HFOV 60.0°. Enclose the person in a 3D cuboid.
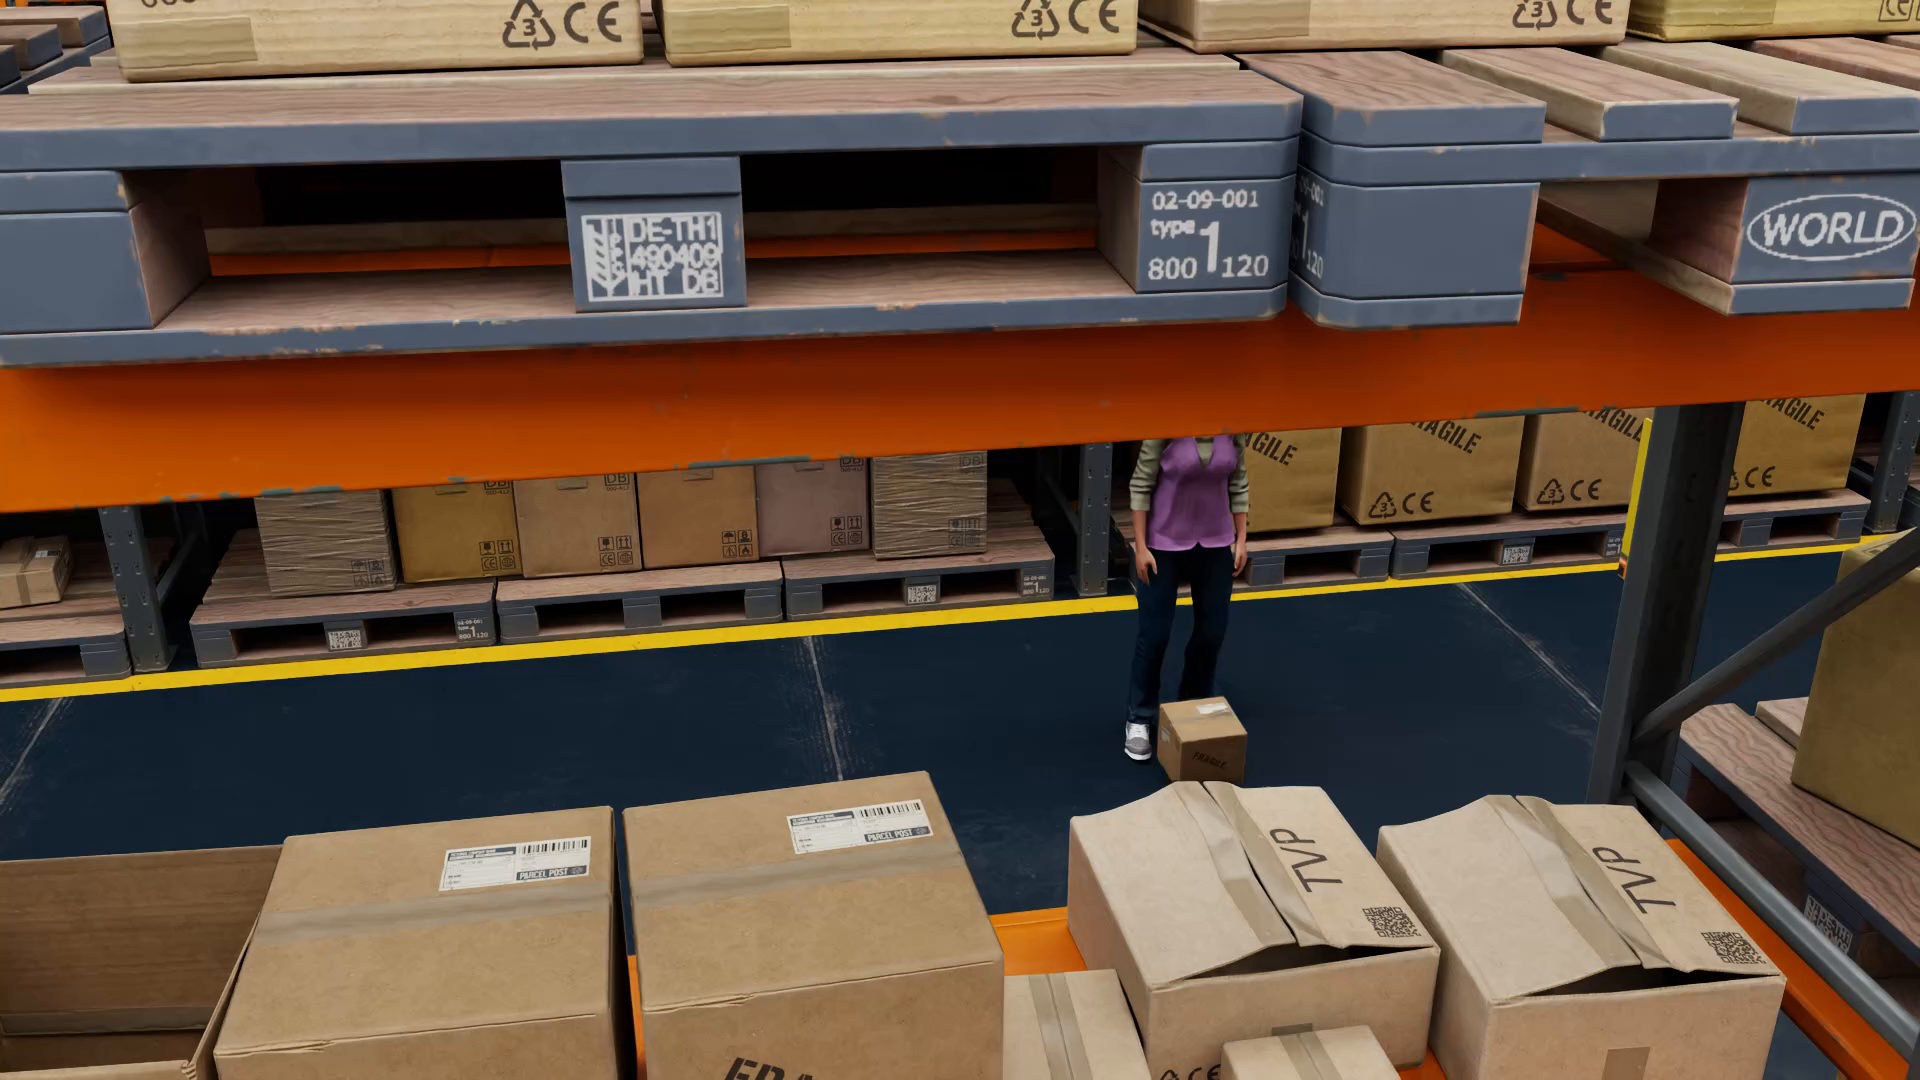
[{"bbox_3d":[0.828,0.026,6.052,0.460,1.594,0.336,-5,24,-11],"label":"person"}]
